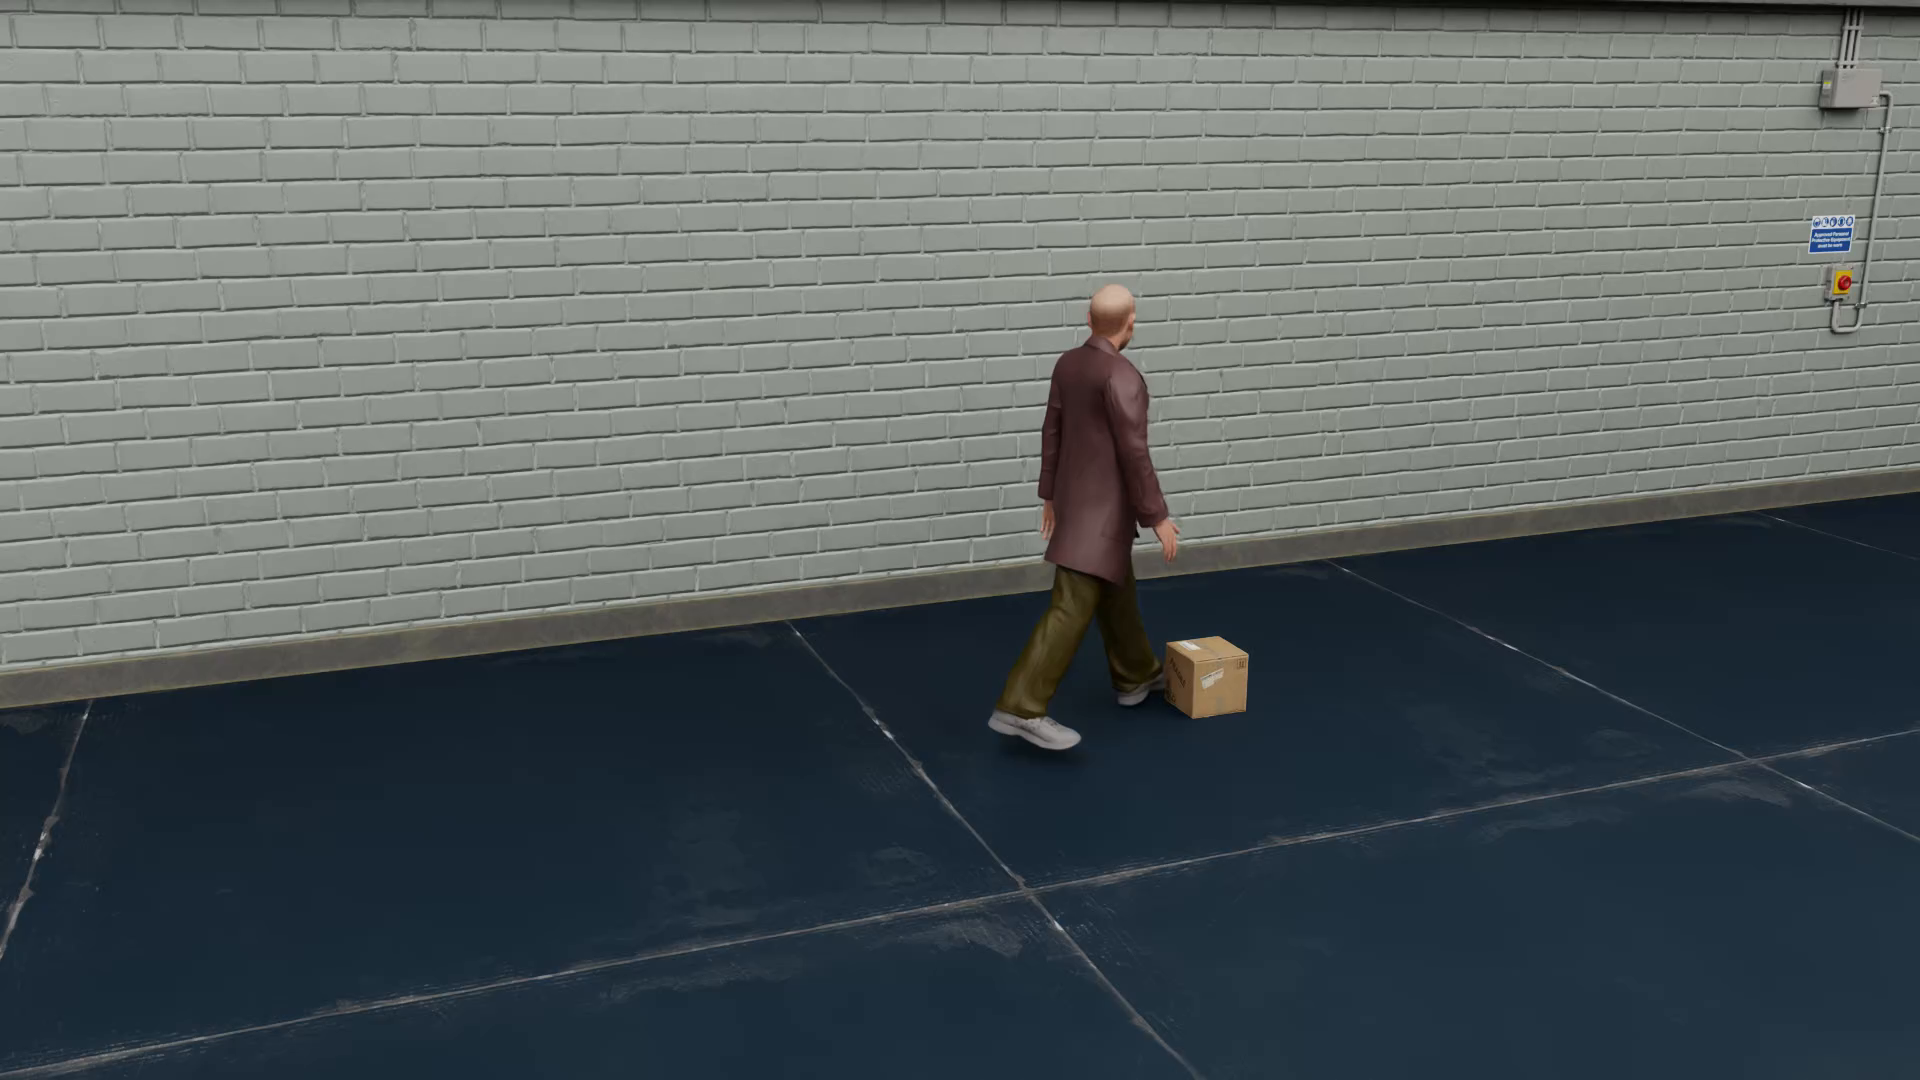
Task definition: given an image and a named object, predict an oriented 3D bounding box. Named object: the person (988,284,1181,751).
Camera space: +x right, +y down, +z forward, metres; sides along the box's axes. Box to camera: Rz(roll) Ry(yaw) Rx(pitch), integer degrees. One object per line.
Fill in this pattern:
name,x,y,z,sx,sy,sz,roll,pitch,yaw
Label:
person,0.553,-0.104,6.449,1.002,1.746,0.705,-4,16,-16
